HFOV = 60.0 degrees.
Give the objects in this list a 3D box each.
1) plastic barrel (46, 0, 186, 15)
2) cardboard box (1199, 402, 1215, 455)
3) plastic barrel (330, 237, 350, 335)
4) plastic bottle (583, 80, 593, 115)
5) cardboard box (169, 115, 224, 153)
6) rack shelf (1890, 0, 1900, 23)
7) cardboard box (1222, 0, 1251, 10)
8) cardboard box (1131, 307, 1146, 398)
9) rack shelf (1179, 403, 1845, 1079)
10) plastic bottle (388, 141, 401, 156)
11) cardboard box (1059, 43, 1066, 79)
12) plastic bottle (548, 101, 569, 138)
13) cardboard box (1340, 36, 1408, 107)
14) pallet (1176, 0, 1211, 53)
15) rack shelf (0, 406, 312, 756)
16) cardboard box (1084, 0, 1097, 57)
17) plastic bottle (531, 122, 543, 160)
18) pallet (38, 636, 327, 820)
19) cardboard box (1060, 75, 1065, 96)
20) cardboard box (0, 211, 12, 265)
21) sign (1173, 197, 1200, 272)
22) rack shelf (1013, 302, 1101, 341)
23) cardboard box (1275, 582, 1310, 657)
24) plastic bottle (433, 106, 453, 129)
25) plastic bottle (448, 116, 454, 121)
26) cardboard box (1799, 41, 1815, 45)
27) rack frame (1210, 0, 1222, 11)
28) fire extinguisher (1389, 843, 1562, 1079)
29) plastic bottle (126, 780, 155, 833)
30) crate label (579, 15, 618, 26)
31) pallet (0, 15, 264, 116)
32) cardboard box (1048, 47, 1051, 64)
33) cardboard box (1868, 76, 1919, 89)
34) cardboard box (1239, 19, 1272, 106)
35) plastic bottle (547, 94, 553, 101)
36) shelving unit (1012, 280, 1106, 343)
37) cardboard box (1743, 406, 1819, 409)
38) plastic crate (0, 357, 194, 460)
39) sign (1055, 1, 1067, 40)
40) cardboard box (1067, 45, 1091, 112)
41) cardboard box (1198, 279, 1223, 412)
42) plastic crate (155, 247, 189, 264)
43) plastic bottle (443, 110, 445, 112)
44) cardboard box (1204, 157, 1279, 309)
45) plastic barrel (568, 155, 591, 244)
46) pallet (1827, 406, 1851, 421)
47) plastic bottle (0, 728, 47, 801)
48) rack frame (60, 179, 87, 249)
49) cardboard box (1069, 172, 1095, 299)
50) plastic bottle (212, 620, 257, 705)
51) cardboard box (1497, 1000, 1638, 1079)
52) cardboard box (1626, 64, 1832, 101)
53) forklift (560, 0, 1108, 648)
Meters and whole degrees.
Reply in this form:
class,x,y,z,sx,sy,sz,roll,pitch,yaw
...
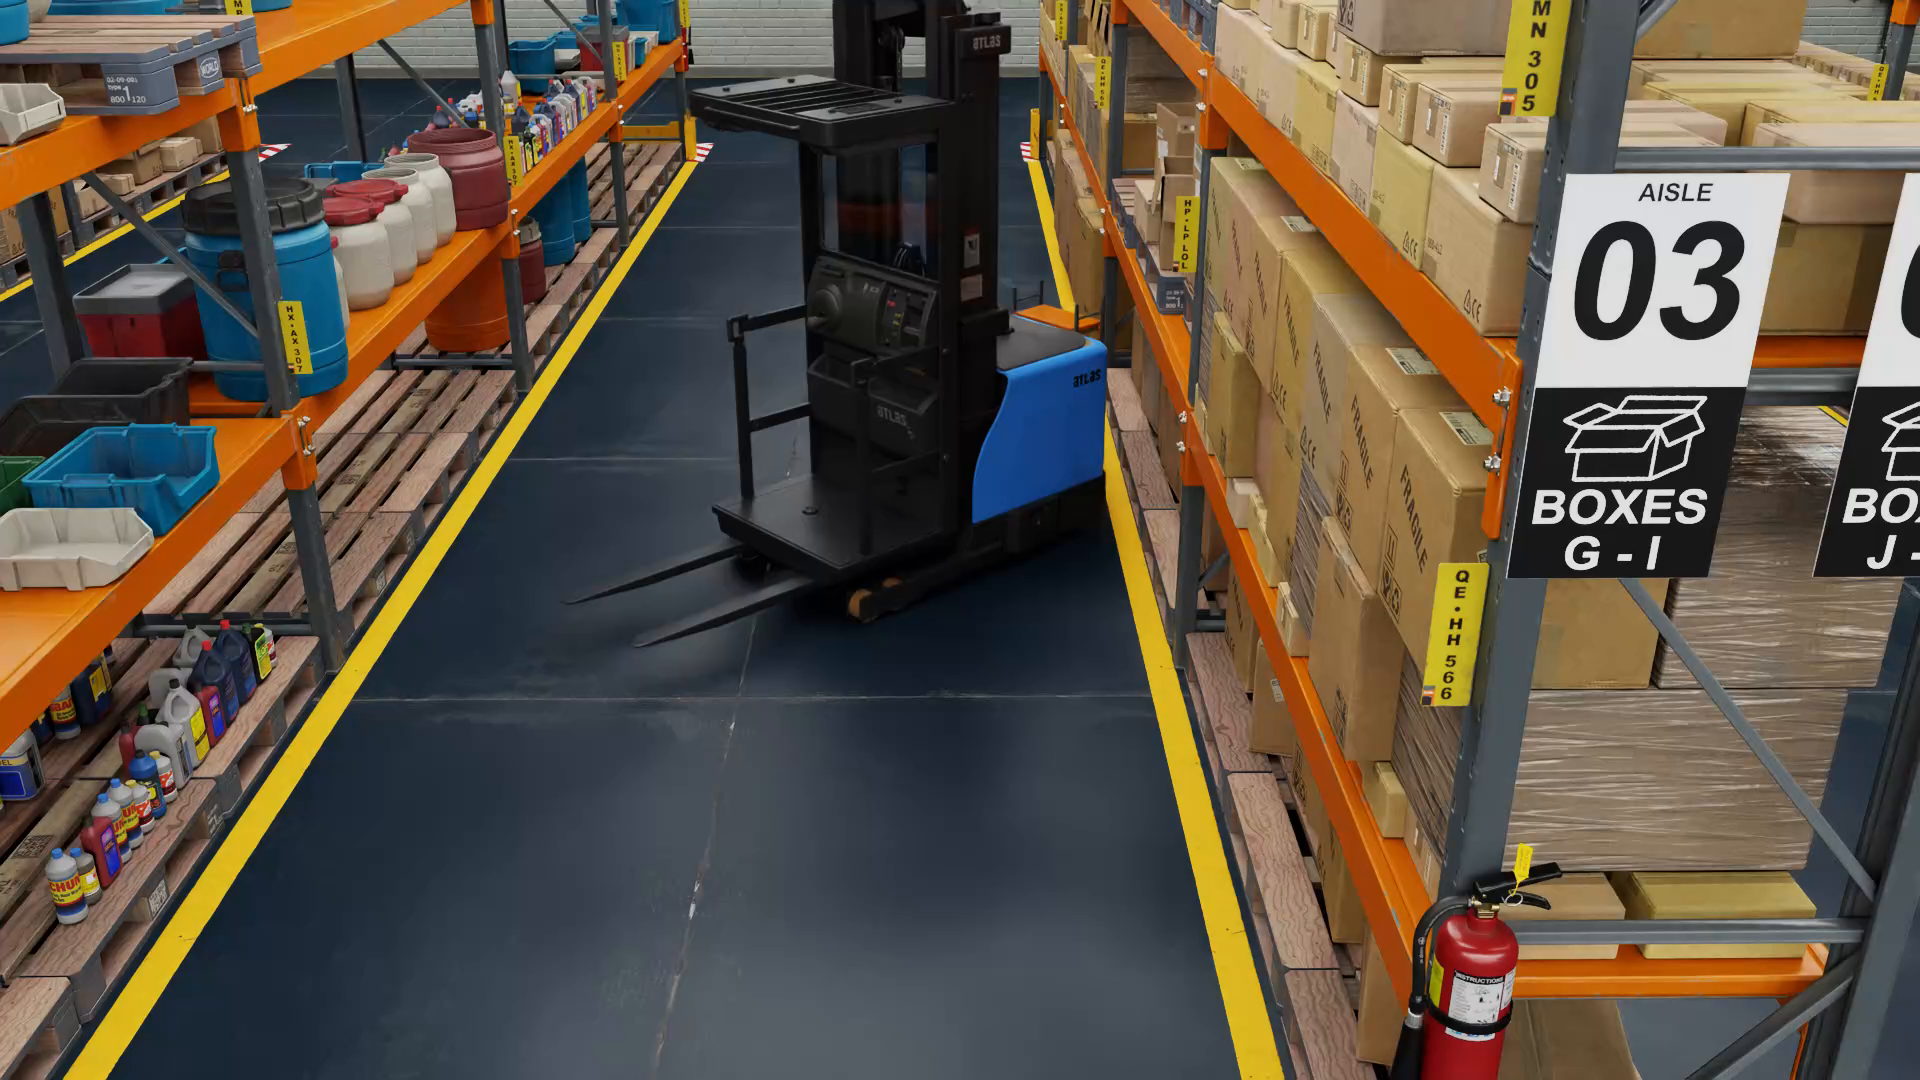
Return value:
class,x,y,z,sx,sy,sz,roll,pitch,yaw
plastic barrel,-3.657,-2.557,7.015,0.600,0.901,0.708,0,24,-1
cardboard box,1.210,-0.468,6.949,0.380,0.149,0.250,0,24,-1
plastic barrel,-3.225,-1.210,8.121,0.433,0.535,0.433,0,24,0
plastic bottle,-3.146,-3.740,14.022,0.061,0.283,0.133,0,24,-1
cardboard box,-8.266,-4.516,18.094,0.500,0.500,0.500,0,24,-1
rack shelf,6.414,-4.267,12.278,1.077,0.370,4.000,0,24,-1
cardboard box,1.214,-2.120,6.356,0.380,0.149,0.250,-1,24,-2
cardboard box,1.502,-1.209,10.783,0.700,0.500,0.500,-2,24,-3
rack shelf,1.540,0.377,5.650,1.077,0.370,4.000,0,24,-1
plastic bottle,-3.911,-2.608,11.518,0.061,0.283,0.133,0,24,-1
cardboard box,1.164,-4.320,14.982,0.500,0.250,0.500,-1,24,-2
plastic bottle,-3.180,-3.323,13.107,0.152,0.276,0.135,0,24,-1
cardboard box,1.240,-1.256,4.446,0.380,0.149,0.250,-1,24,-3
pallet,1.618,-2.311,7.308,1.213,0.211,1.003,0,24,-1
rack shelf,-3.412,0.399,5.601,1.077,0.370,4.000,0,24,-1
cardboard box,1.447,-4.311,13.804,0.797,0.503,0.637,-1,24,-2
plastic bottle,-3.143,-2.951,12.291,0.097,0.271,0.097,0,24,0
pallet,-3.468,0.794,7.237,1.003,0.211,1.213,0,24,-1
cardboard box,1.101,-4.082,14.939,0.380,0.149,0.250,0,24,0
cardboard box,-8.180,-2.478,13.588,0.500,0.500,0.500,0,24,0
sign,0.964,-1.299,7.077,0.100,0.325,0.005,0,24,-1
rack shelf,0.562,-1.220,9.538,0.258,0.148,0.480,-21,32,-39
cardboard box,1.231,0.253,5.355,0.380,0.149,0.250,0,24,-1
plastic bottle,-3.881,-3.080,12.481,0.144,0.351,0.185,0,24,-1
plastic bottle,-3.864,-3.115,12.640,0.061,0.283,0.133,0,24,-1
cardboard box,6.599,-3.911,13.330,0.380,0.149,0.250,0,24,-1
rack frame,1.519,-3.509,6.088,1.000,3.000,0.127,0,24,-1
fire extinguisher,1.103,0.957,3.587,0.296,0.674,0.183,0,24,-1
plastic bottle,-3.104,0.998,6.265,0.097,0.201,0.097,0,24,0
crate label,-3.891,-5.546,18.002,0.416,0.233,0.303,0,24,-1
pallet,-3.328,-1.737,6.039,1.213,0.211,1.003,0,24,-1
cardboard box,1.080,-4.824,16.581,0.380,0.149,0.250,-1,24,-2
cardboard box,6.621,-3.155,11.660,0.380,0.149,0.250,0,24,-1
cardboard box,1.278,-1.669,5.843,0.500,0.250,0.500,0,24,-1
plastic bottle,-3.309,-3.463,13.424,0.097,0.271,0.097,0,24,0
shelving unit,0.562,-0.862,9.700,0.258,1.200,0.503,-21,32,-39
cardboard box,1.830,-0.198,4.351,0.500,0.500,0.500,0,24,-1
plastic crate,-3.555,-0.509,6.810,0.767,0.338,0.504,0,24,-1
sign,0.876,-4.499,14.411,0.100,0.325,0.005,0,24,-1
cardboard box,1.186,-3.927,14.171,0.500,0.500,0.500,0,24,0
cardboard box,1.462,-0.771,6.832,0.875,0.500,0.500,0,24,-1
plastic crate,-3.757,-1.199,8.280,0.392,0.384,0.575,0,24,-1
plastic bottle,-3.925,-3.115,12.639,0.061,0.283,0.133,0,24,-1
cardboard box,1.269,-1.225,6.624,0.500,0.500,0.500,0,24,-1
plastic barrel,-3.532,-3.061,14.414,0.600,0.901,0.708,0,24,-1
pallet,6.369,-0.809,10.781,1.003,0.211,1.213,0,24,-1
plastic bottle,-3.686,0.864,6.471,0.152,0.276,0.135,0,24,-1
rack frame,-8.474,-4.029,14.518,1.000,3.000,0.127,0,24,-1
cardboard box,1.486,-2.299,12.761,1.225,0.875,0.875,0,24,0
plastic bottle,-3.139,0.518,7.146,0.144,0.351,0.185,-1,24,-2
cardboard box,1.572,1.563,4.678,0.500,0.500,0.500,4,25,9
cardboard box,1.827,-1.045,3.979,0.380,0.149,0.250,1,24,2
forklift,-0.605,-1.164,8.267,3.031,2.935,1.130,-21,32,-38
